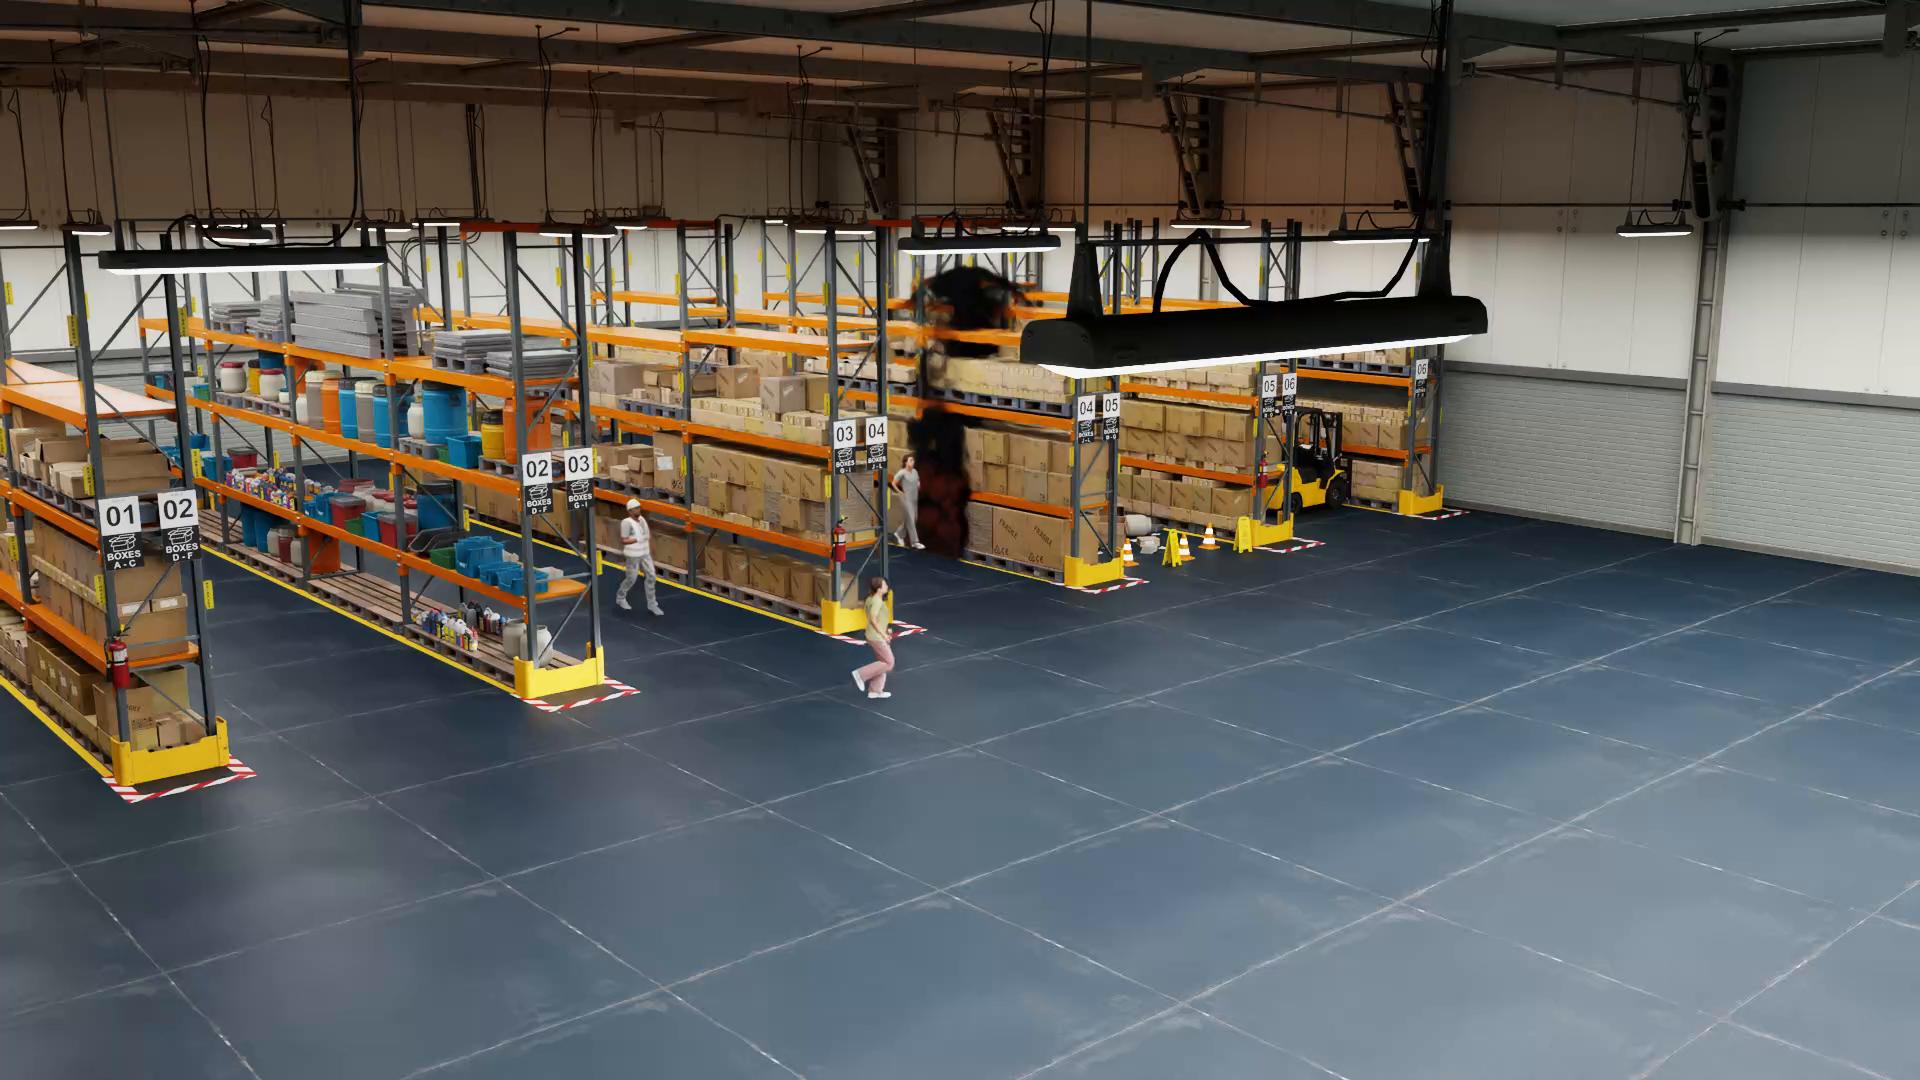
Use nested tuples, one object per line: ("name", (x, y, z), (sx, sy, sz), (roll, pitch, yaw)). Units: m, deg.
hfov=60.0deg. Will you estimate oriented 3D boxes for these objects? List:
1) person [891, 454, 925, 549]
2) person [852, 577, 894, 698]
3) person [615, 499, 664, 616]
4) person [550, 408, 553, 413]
("person", (-0.908, -0.695, 29.657), (0.757, 1.690, 0.586), (10, 15, 40))
("person", (-1.129, 1.278, 21.534), (0.577, 1.599, 0.568), (-3, 12, -14))
("person", (-5.047, 0.264, 25.952), (0.840, 1.823, 0.662), (7, 13, 30))
("person", (-9.875, -2.363, 39.619), (0.726, 1.598, 0.544), (2, 12, 8))
